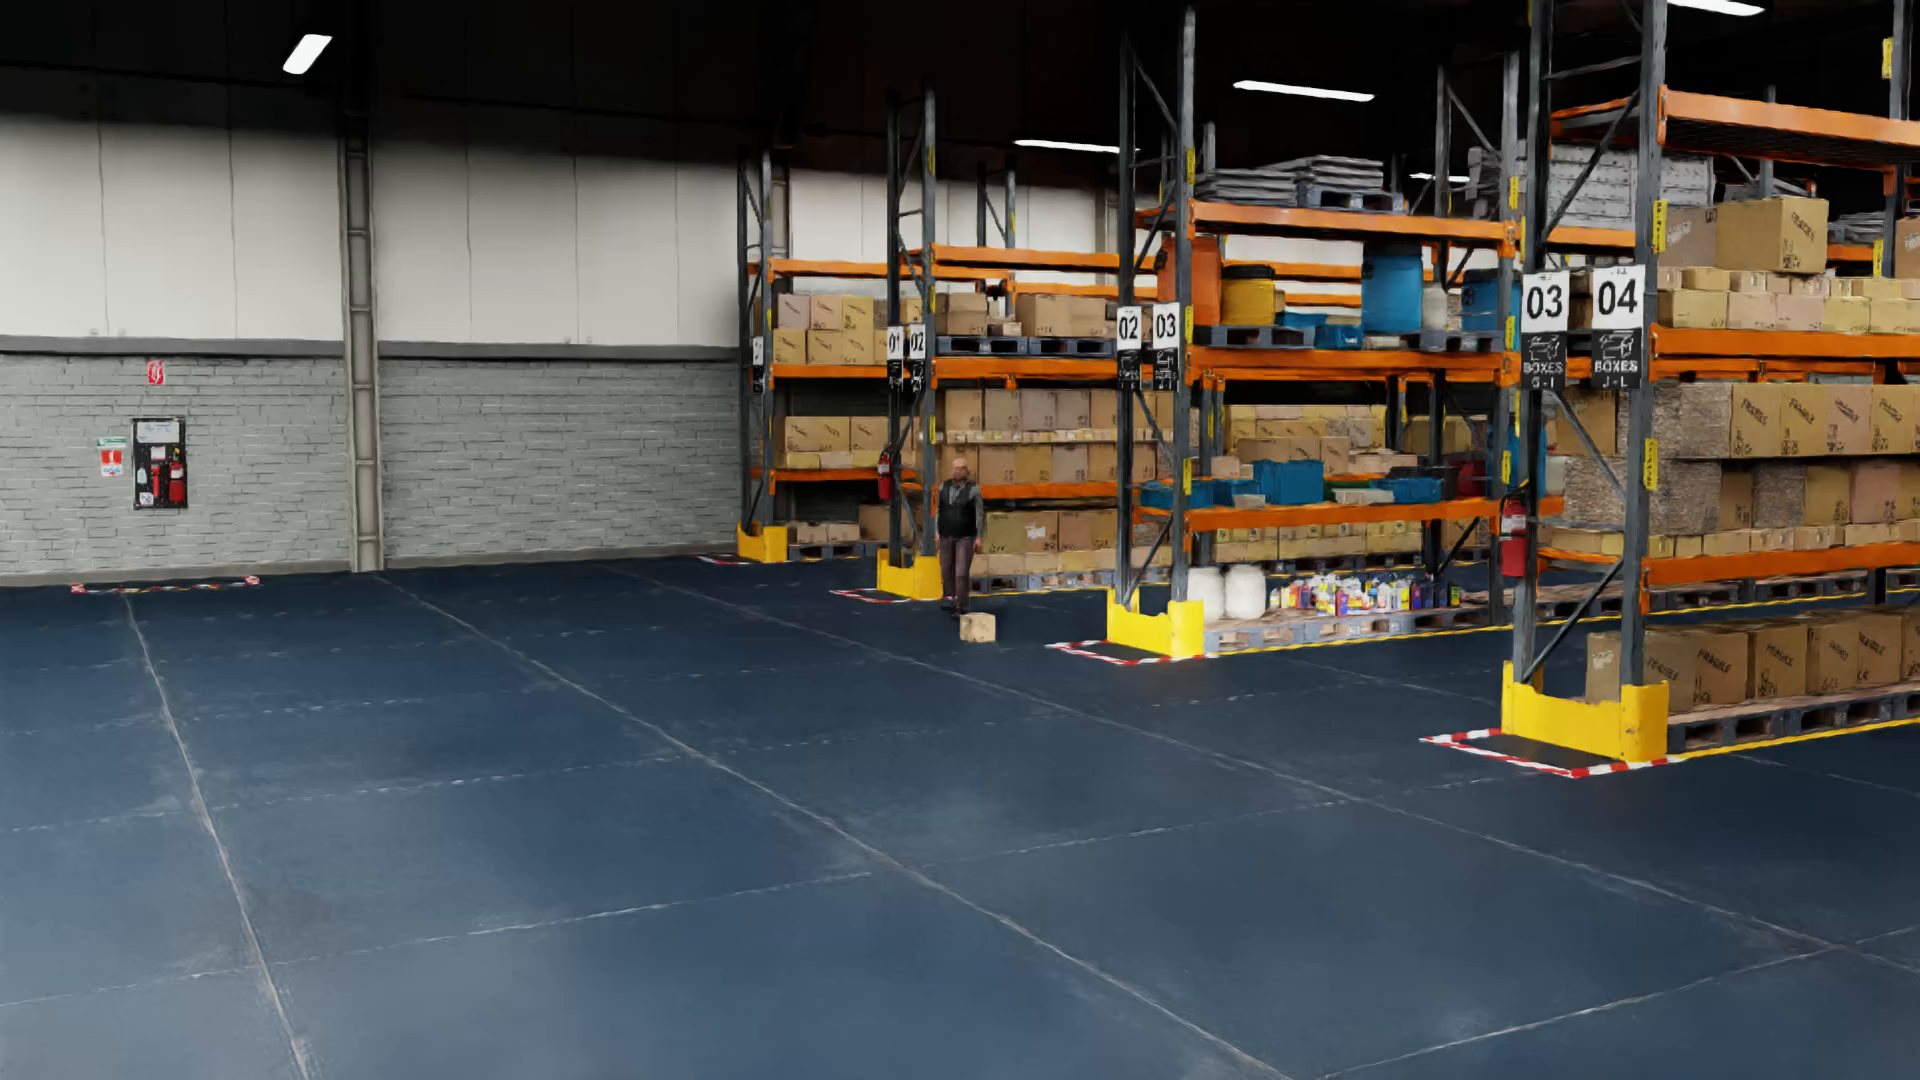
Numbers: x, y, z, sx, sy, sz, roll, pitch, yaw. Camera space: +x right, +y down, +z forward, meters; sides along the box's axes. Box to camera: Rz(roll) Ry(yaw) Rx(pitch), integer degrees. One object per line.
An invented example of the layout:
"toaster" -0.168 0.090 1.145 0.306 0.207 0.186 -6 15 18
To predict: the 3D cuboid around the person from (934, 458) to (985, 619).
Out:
"person" 0.008 -0.029 17.735 0.579 1.709 0.545 3 6 27
